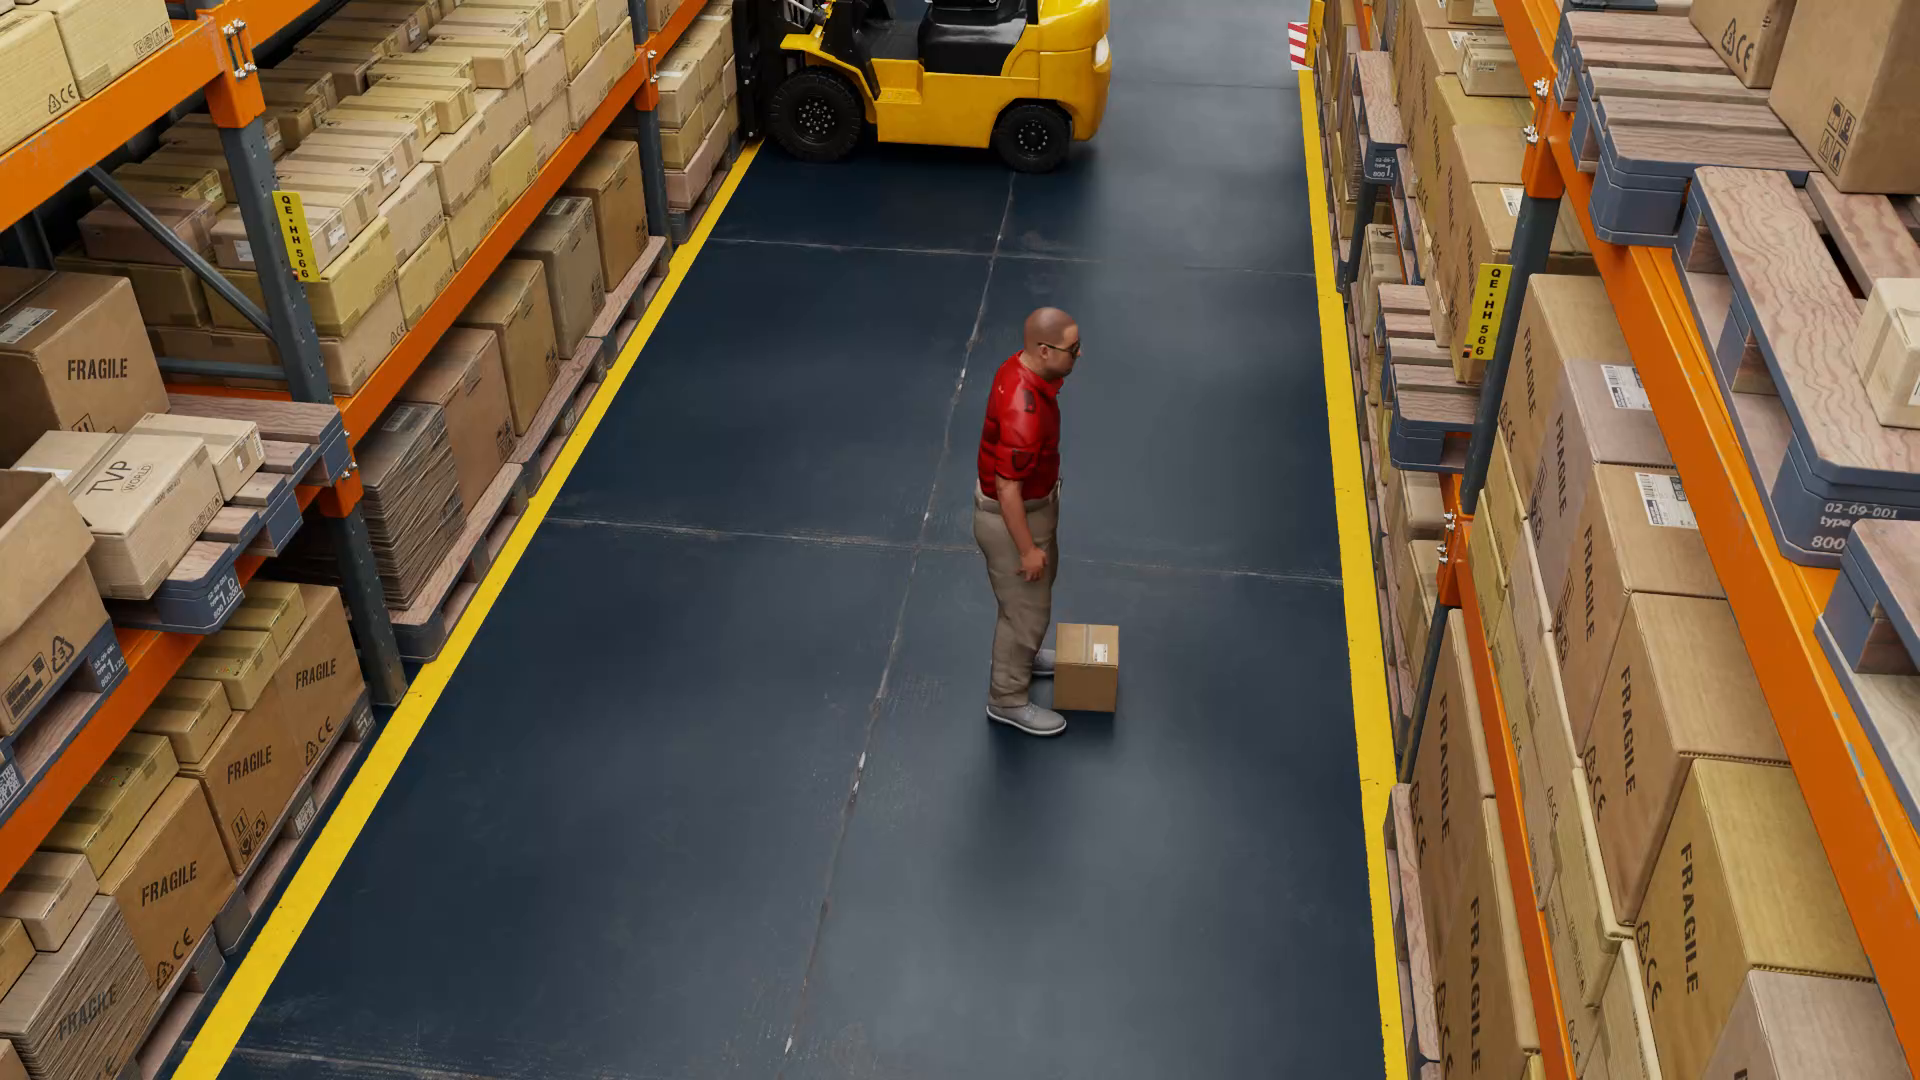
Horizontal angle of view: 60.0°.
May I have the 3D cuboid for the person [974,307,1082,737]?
[{"bbox_3d":[0.257,-0.095,6.290,0.392,1.727,0.585,4,36,6],"label":"person"}]
